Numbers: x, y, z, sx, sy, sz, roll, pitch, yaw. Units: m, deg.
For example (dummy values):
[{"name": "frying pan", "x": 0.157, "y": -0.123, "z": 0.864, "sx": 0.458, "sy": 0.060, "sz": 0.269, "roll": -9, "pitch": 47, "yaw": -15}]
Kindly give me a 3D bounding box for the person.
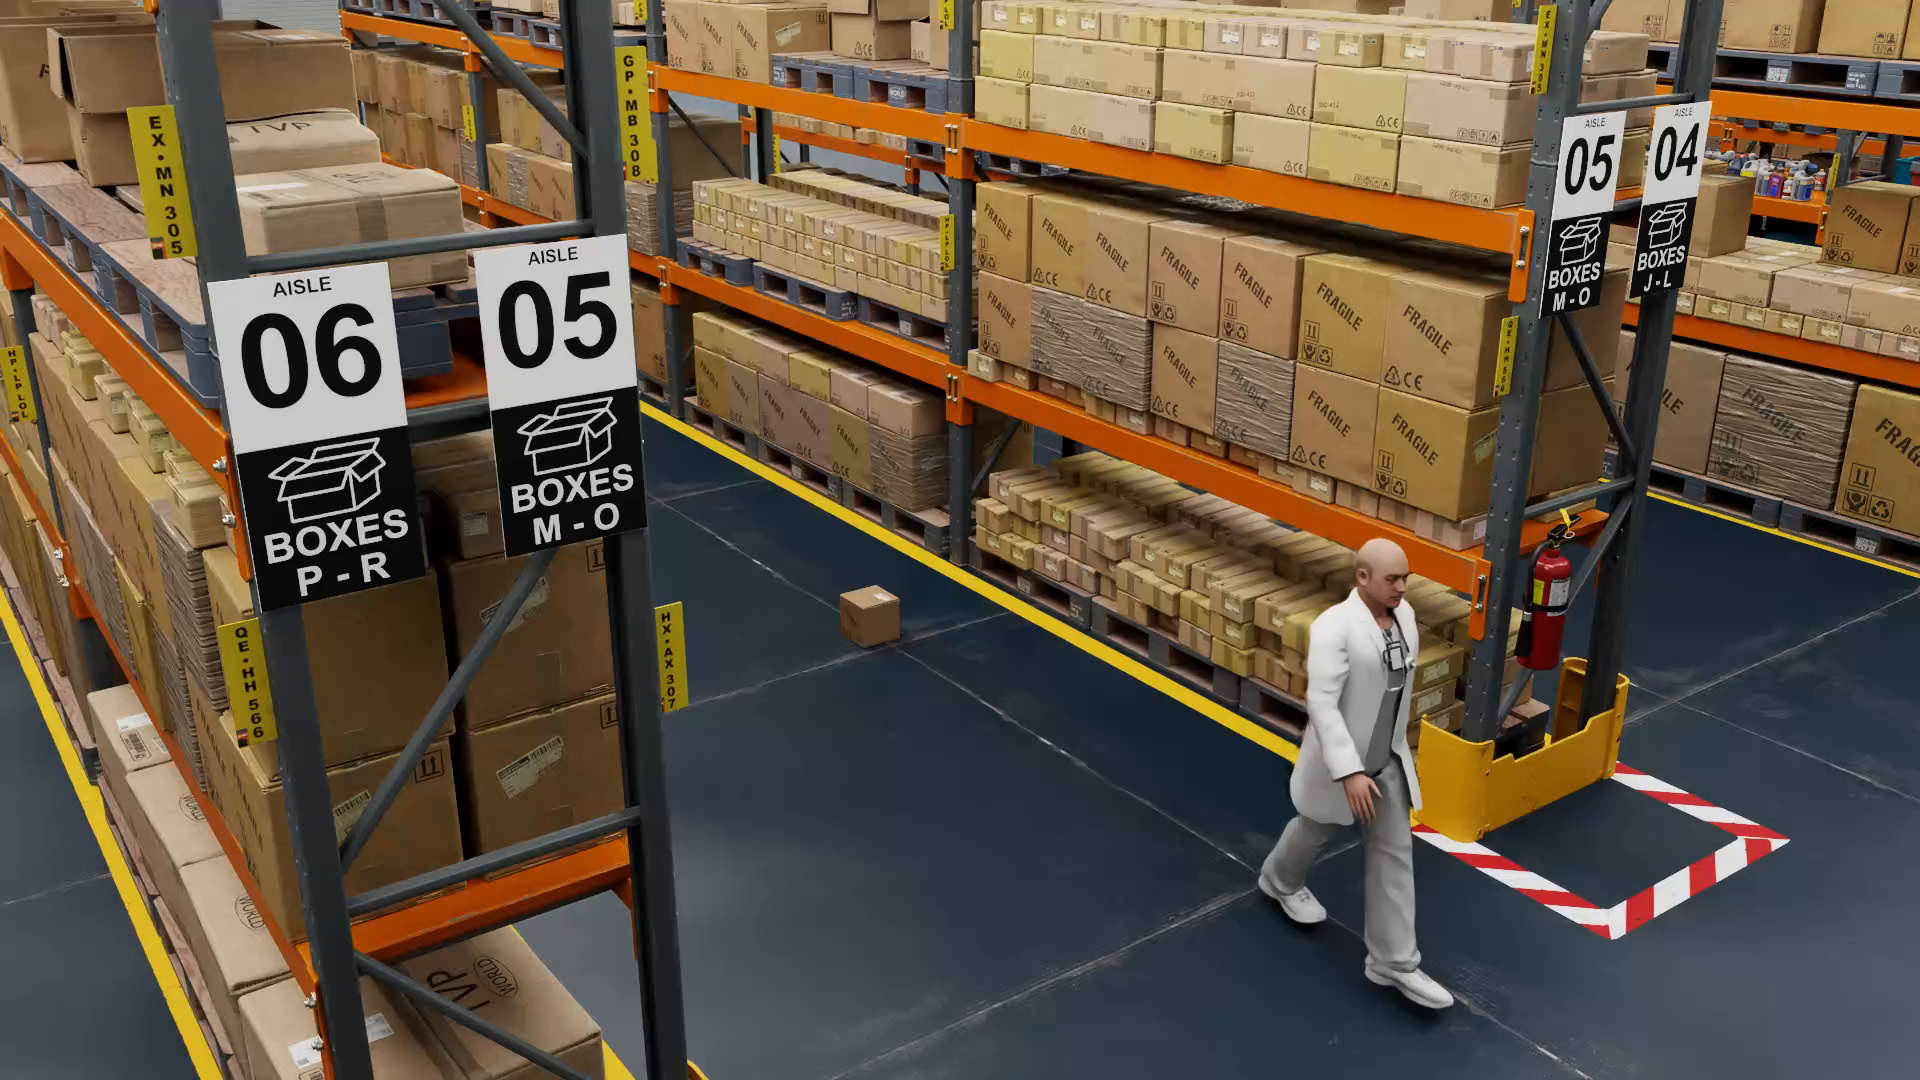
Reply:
[{"name": "person", "x": 1.578, "y": 0.838, "z": 6.389, "sx": 0.650, "sy": 1.724, "sz": 1.052, "roll": -11, "pitch": 23, "yaw": -25}]
